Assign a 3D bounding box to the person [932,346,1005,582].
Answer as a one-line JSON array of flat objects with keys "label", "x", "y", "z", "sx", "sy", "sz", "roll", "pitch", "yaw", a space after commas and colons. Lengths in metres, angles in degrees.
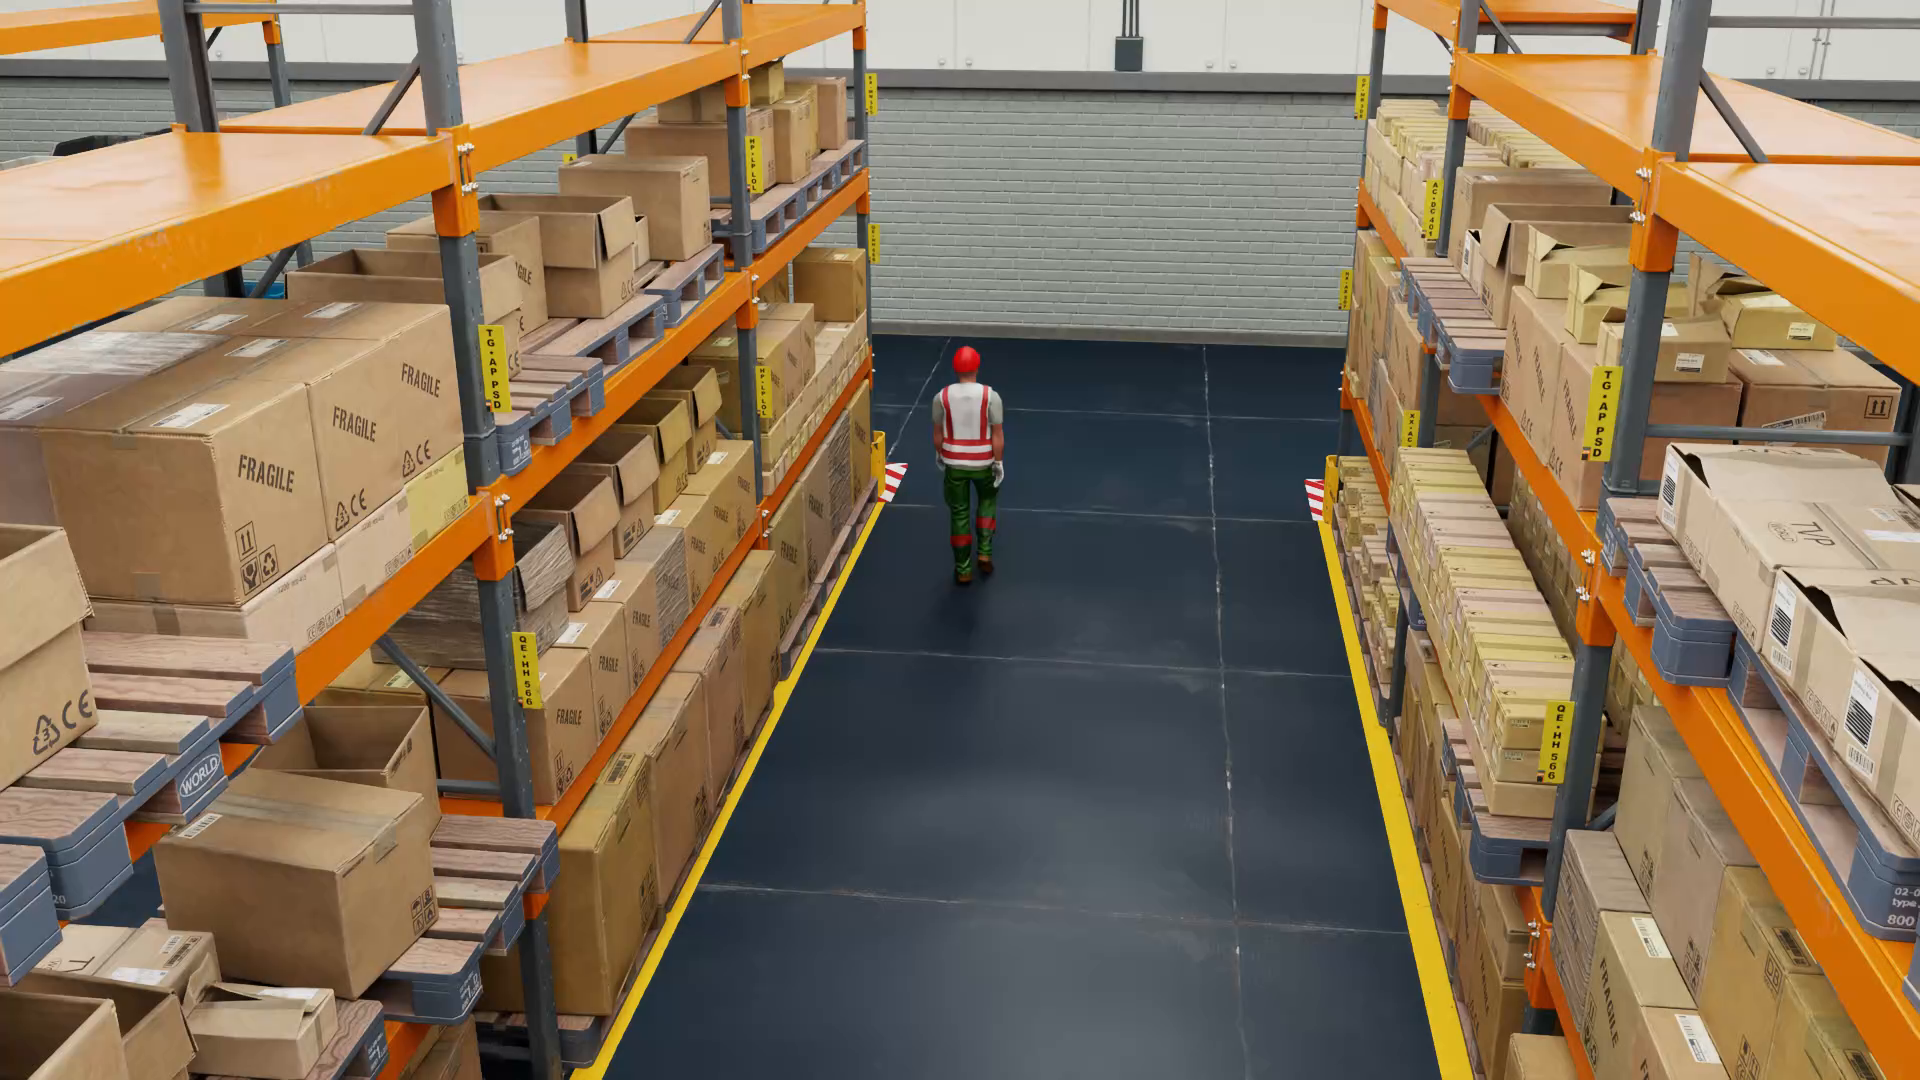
[{"label": "person", "x": 0.062, "y": -0.564, "z": 12.519, "sx": 0.543, "sy": 1.838, "sz": 0.511, "roll": 1, "pitch": 21, "yaw": 1}]
